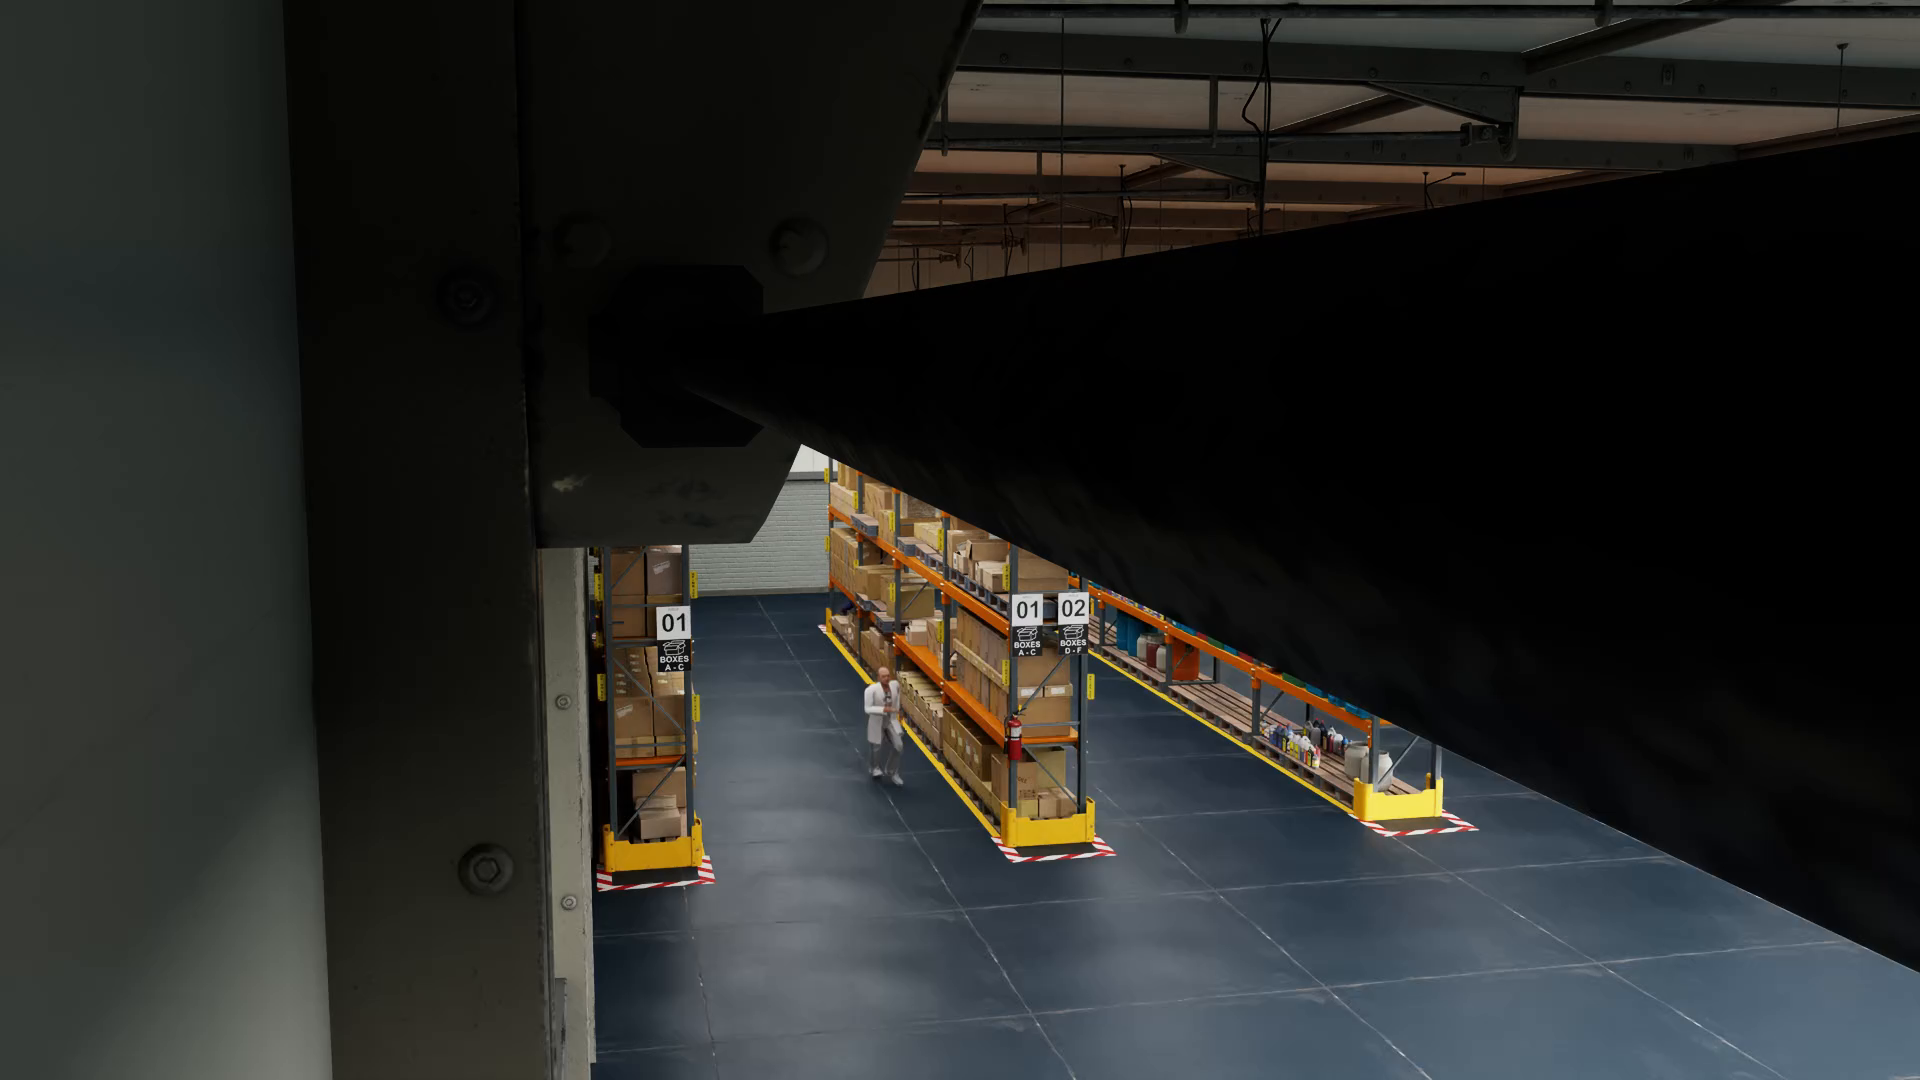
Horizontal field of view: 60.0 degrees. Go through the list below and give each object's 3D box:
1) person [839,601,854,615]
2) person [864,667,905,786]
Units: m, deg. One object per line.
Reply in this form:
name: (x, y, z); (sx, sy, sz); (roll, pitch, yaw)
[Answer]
person: (-2.324, 1.066, 37.722); (0.771, 1.630, 0.608); (-1, 7, -8)
person: (-1.109, 2.650, 23.839); (0.629, 1.730, 1.011); (-2, 7, -19)
